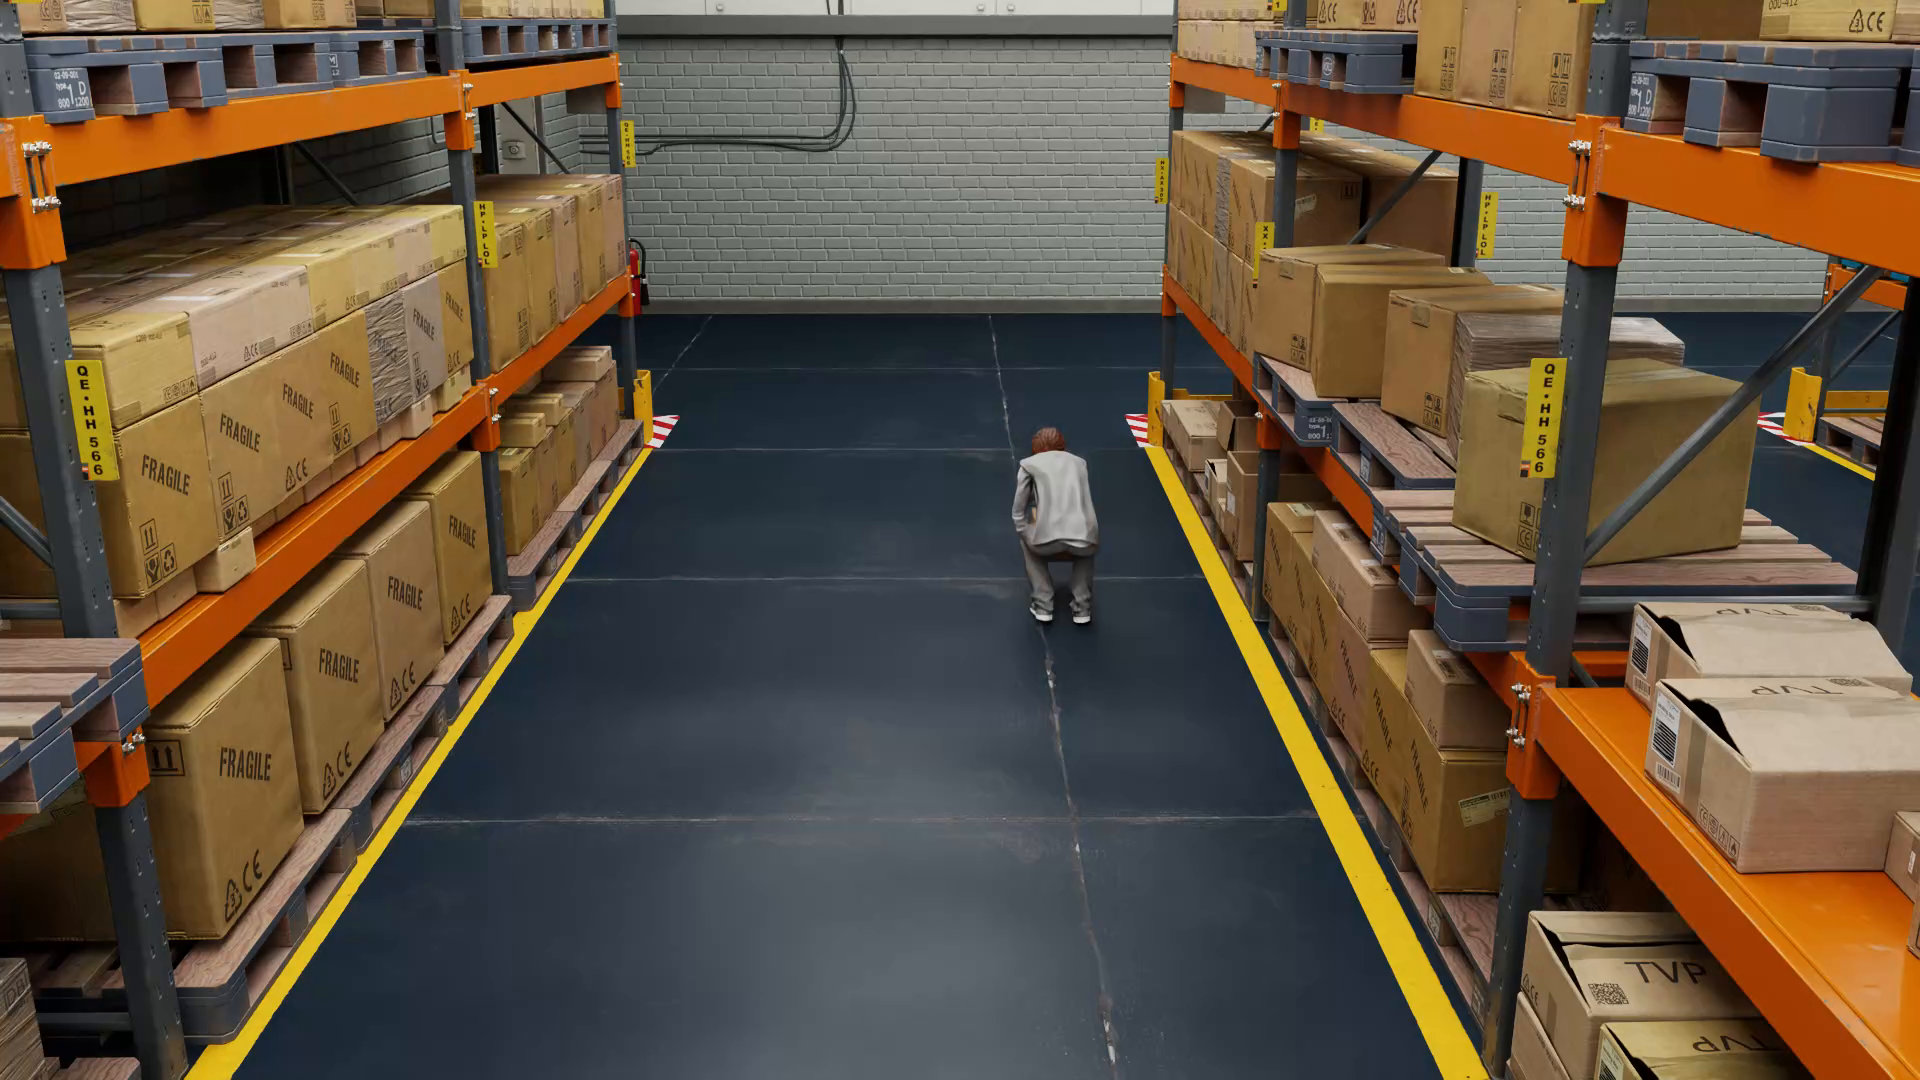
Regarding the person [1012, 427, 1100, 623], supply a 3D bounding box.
[{"bbox_3d":[0.512,-0.060,8.845,0.451,0.948,0.784,0,17,-1],"label":"person"}]
